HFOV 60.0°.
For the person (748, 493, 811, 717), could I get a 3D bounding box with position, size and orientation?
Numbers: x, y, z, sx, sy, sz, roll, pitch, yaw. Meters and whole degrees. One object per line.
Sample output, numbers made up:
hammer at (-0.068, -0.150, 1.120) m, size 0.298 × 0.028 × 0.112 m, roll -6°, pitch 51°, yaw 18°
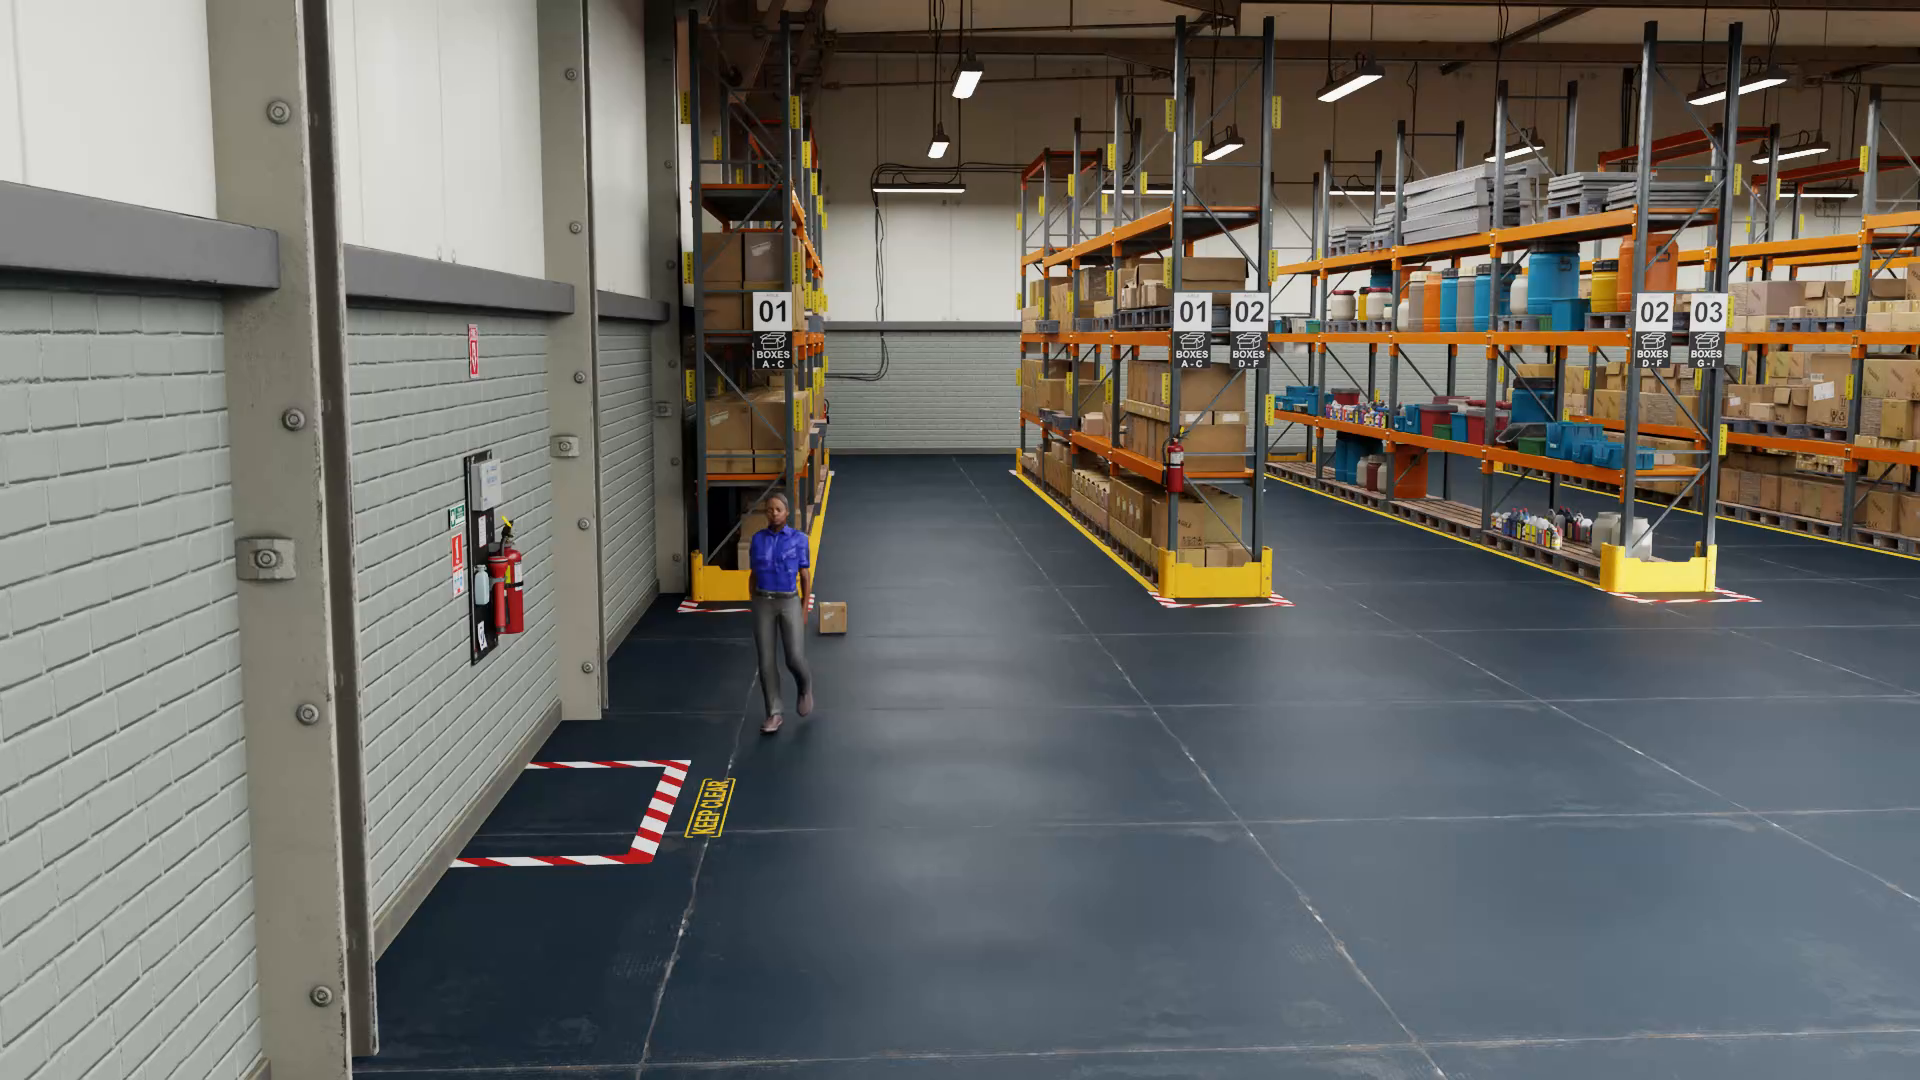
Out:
person at (-1.257, 0.458, 11.583) m, size 0.439 × 1.575 × 0.446 m, roll 1°, pitch 7°, yaw 8°
